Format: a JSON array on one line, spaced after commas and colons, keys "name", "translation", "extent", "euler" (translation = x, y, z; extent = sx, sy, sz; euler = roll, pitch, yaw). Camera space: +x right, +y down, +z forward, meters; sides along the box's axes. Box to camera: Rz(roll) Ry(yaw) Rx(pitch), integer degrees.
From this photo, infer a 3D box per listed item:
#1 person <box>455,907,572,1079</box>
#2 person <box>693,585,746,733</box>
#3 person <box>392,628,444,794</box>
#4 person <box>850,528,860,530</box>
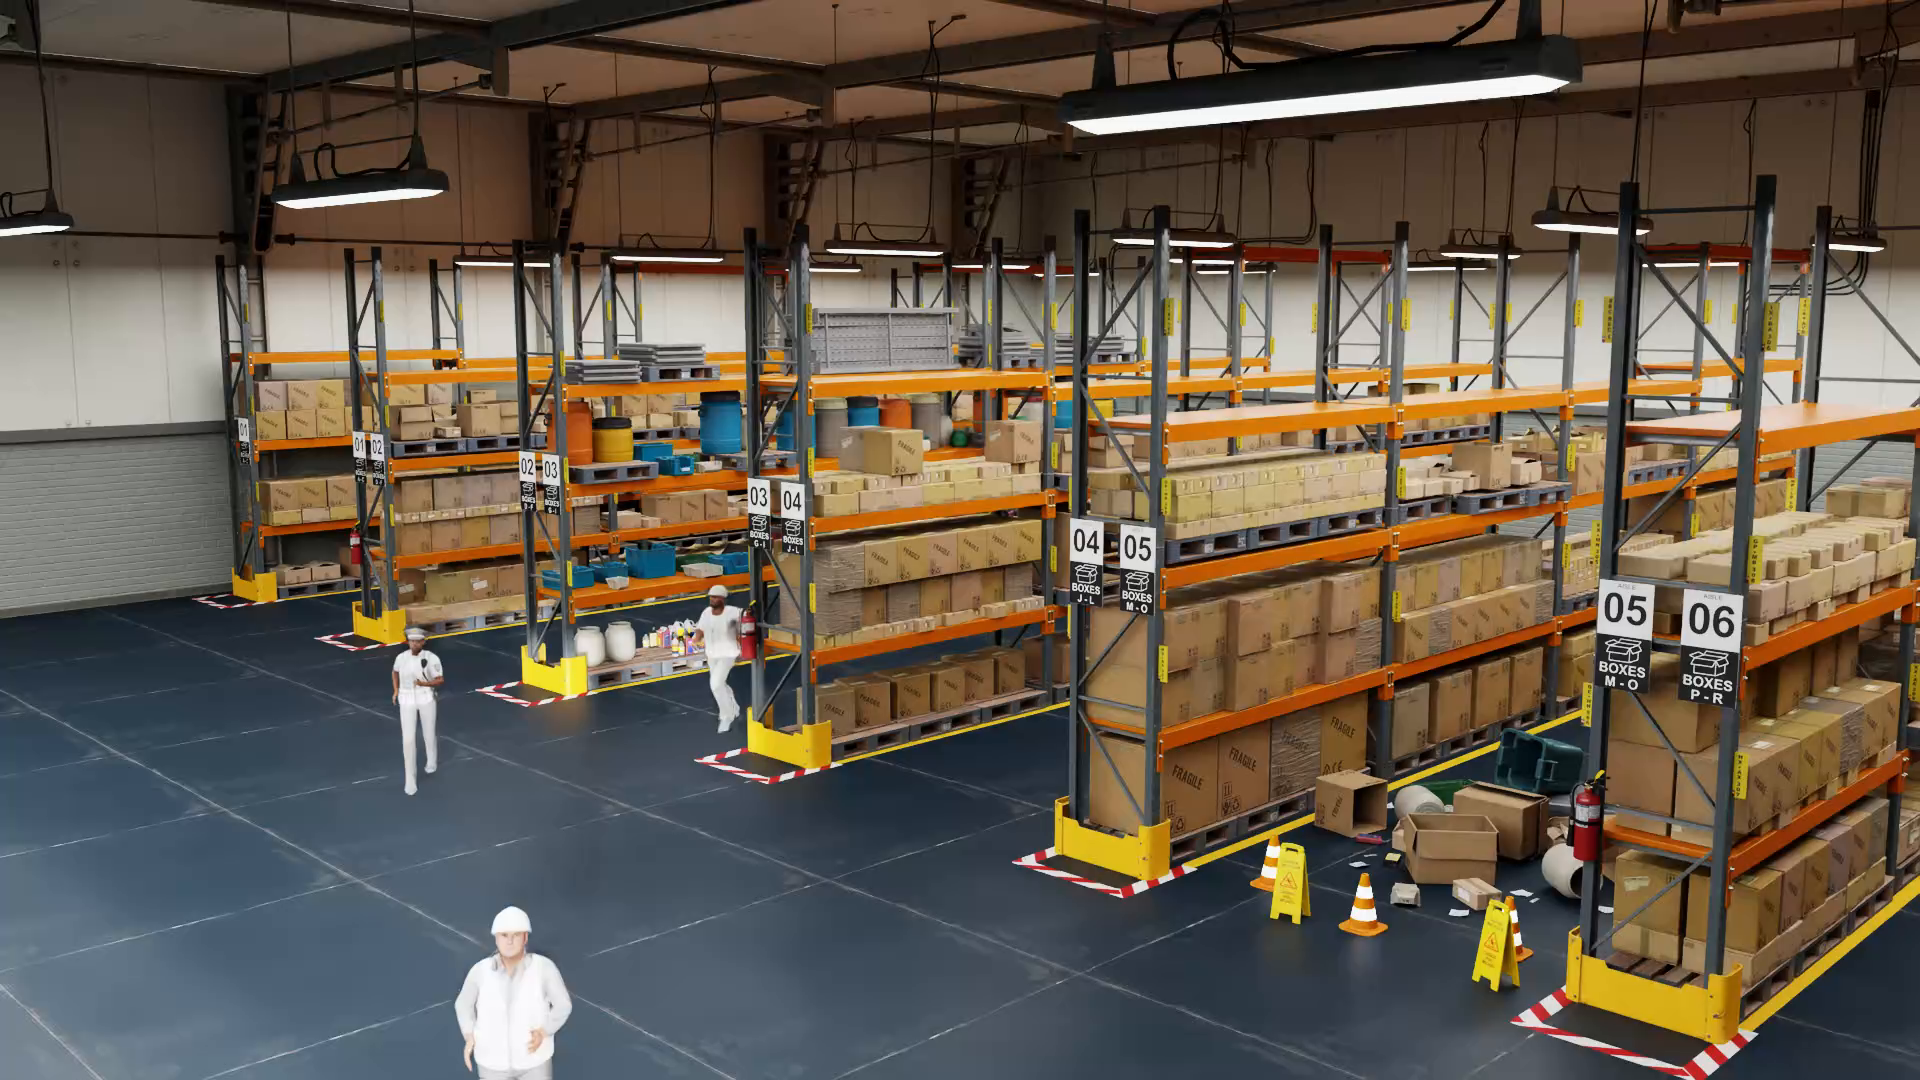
[{"name": "person", "translation": [-2.572, 2.966, 9.592], "extent": [0.667, 1.736, 0.779], "euler": [-1, 8, -10]}, {"name": "person", "translation": [-2.912, 1.452, 20.275], "extent": [0.721, 1.835, 0.737], "euler": [5, 10, 34]}, {"name": "person", "translation": [-5.846, 1.784, 17.951], "extent": [0.562, 1.729, 0.857], "euler": [-2, 8, -11]}, {"name": "person", "translation": [-1.794, 0.071, 28.398], "extent": [0.589, 1.720, 0.588], "euler": [8, 11, 44]}]
